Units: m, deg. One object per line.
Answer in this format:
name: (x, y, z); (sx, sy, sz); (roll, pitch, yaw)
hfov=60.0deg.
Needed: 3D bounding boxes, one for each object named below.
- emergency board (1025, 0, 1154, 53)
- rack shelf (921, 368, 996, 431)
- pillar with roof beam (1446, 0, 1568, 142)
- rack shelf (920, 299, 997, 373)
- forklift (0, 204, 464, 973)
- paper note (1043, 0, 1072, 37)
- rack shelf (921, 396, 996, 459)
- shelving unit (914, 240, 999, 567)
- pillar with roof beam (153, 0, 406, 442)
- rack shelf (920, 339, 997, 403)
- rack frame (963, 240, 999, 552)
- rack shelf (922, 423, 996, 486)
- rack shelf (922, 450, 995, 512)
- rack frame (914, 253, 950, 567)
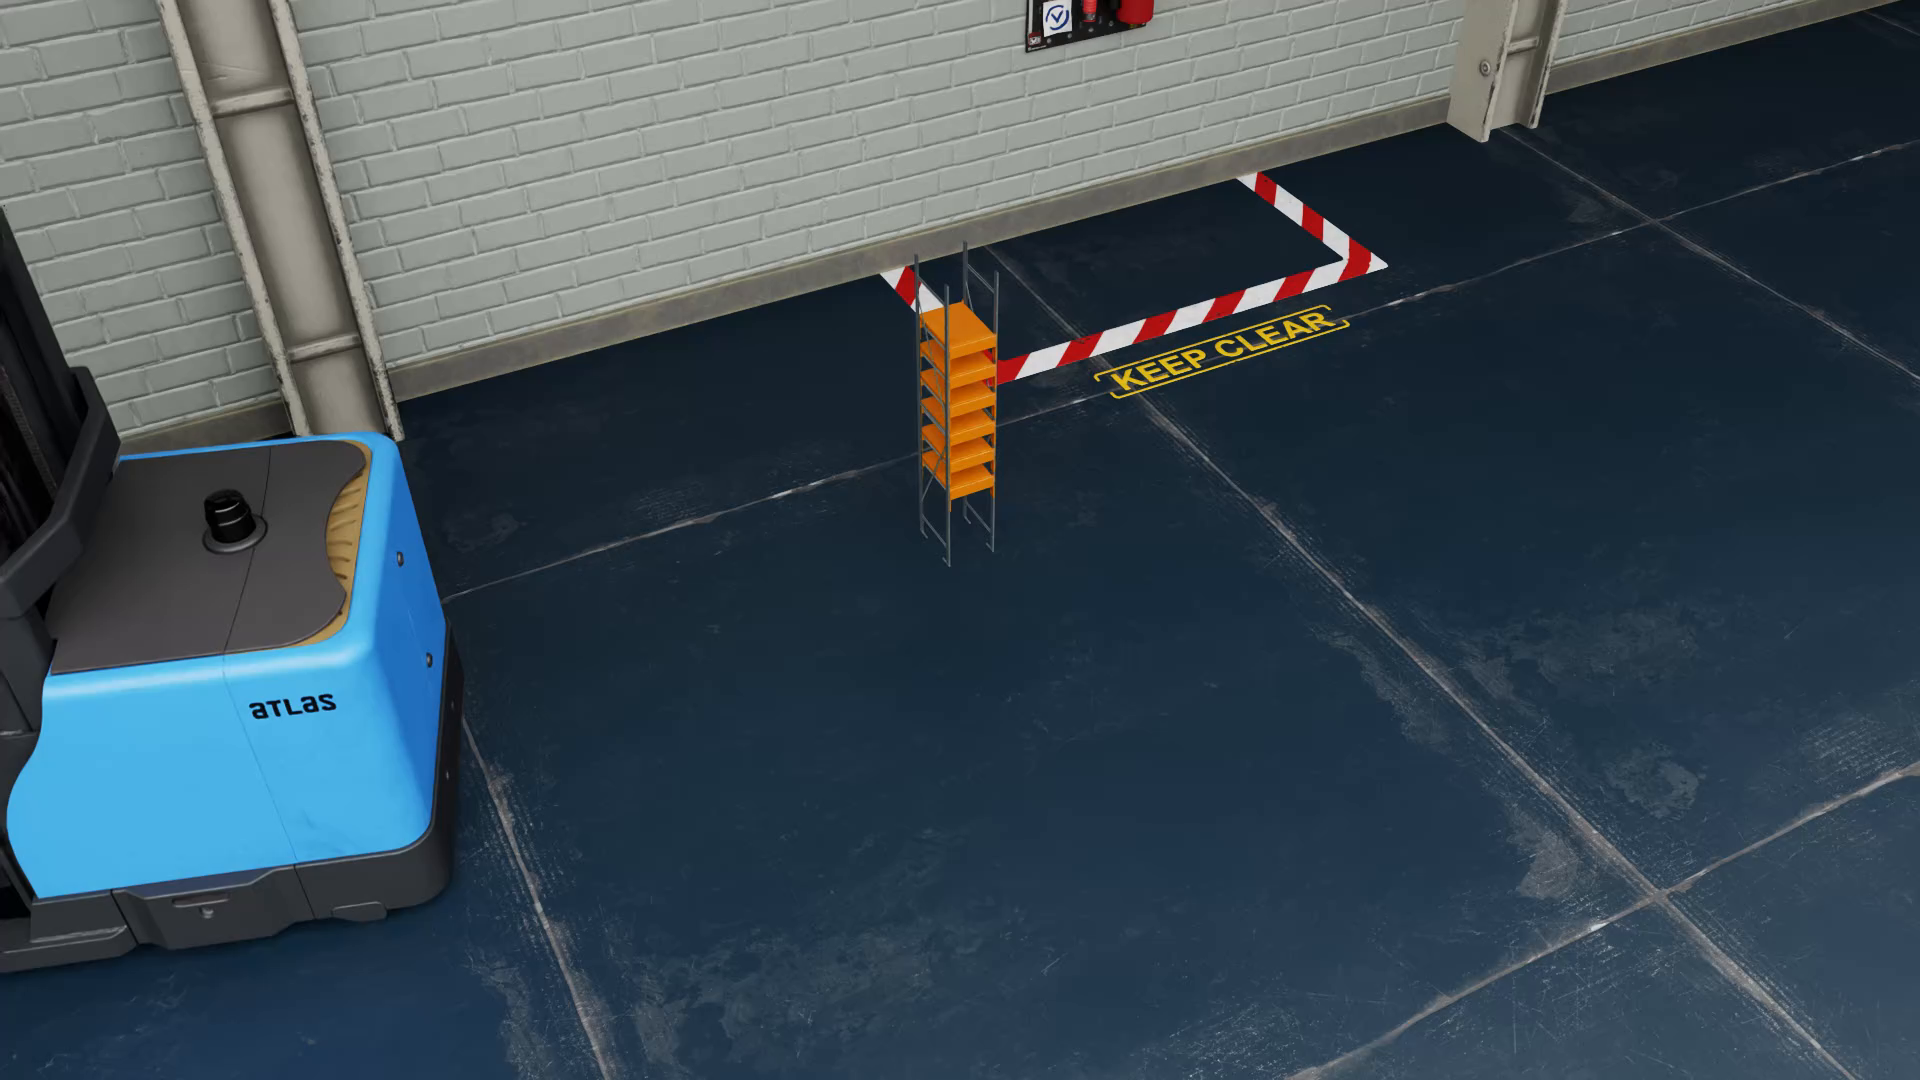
emergency board: (0.621, -2.658, 7.068); (0.643, 1.169, 0.194); (-19, 44, -21)
rack shelf: (-0.013, -0.511, 5.808); (0.180, 0.103, 0.258); (-19, 44, -21)
pillar with roof beam: (4.819, -3.196, 3.061); (0.400, 9.000, 9.100); (-19, 44, -21)
rack shelf: (-0.013, -0.694, 5.653); (0.180, 0.103, 0.258); (-19, 44, -21)
forklift: (-3.084, -0.163, 4.174); (3.031, 2.935, 1.130); (-7, 41, -8)
paper note: (0.432, -2.308, 7.337); (0.142, 0.148, 0.016); (-19, 44, -21)
rack shelf: (-0.013, -0.420, 5.886); (0.180, 0.103, 0.258); (-19, 44, -21)
shelving unit: (-0.013, -0.454, 5.857); (0.189, 1.200, 0.258); (-19, 44, -21)
pillar with roof beam: (-0.502, -1.405, 0.945); (0.400, 9.000, 9.100); (-19, 44, -21)
rack shelf: (-0.013, -0.603, 5.731); (0.180, 0.103, 0.258); (-19, 44, -21)
rack frame: (0.068, -0.481, 5.890); (0.006, 1.200, 0.240); (-19, 44, -21)
rack shelf: (-0.013, -0.328, 5.963); (0.180, 0.103, 0.258); (-19, 44, -21)
rack shelf: (-0.013, -0.237, 6.041); (0.180, 0.103, 0.258); (-19, 44, -21)
rack frame: (-0.094, -0.426, 5.825); (0.006, 1.200, 0.240); (-19, 44, -21)
